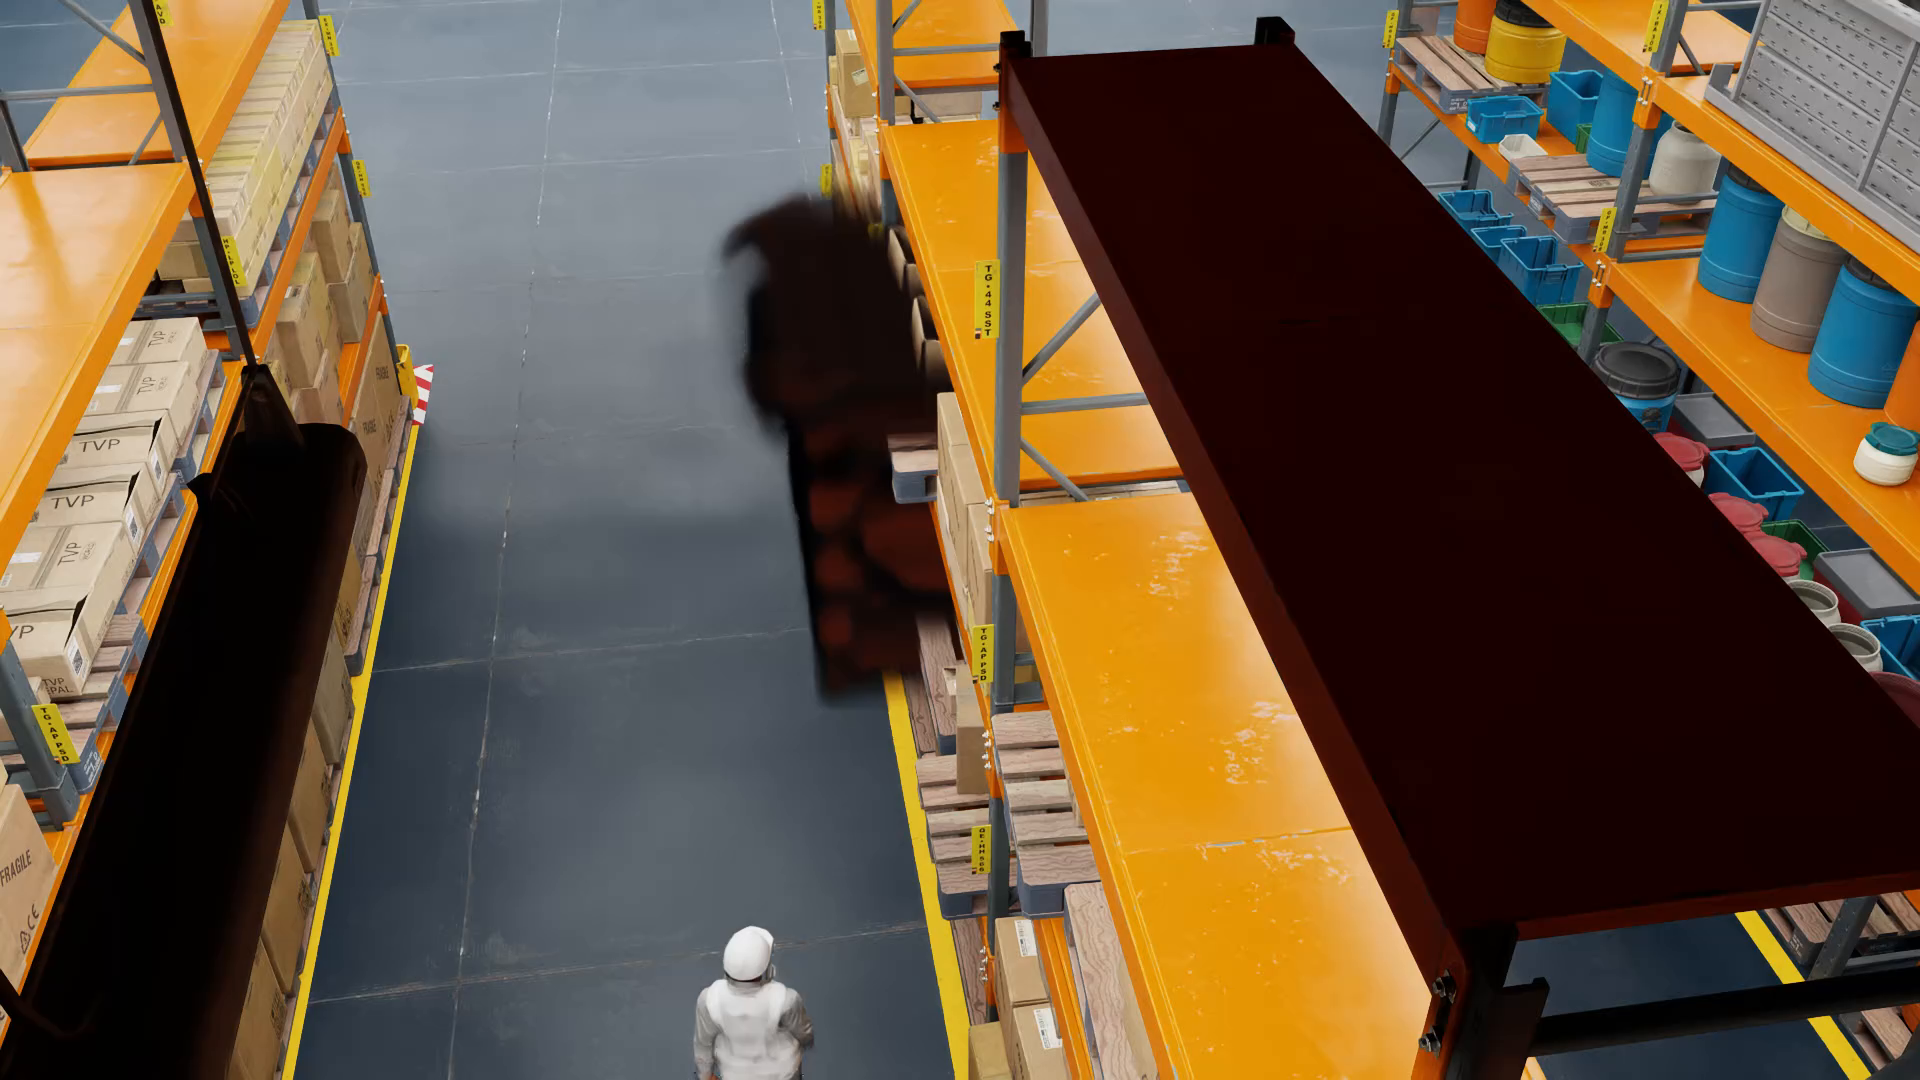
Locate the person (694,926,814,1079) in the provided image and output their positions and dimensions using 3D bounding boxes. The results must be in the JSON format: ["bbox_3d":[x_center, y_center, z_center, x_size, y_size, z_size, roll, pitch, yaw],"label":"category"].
[{"bbox_3d":[-1.031,2.584,8.436,0.588,1.697,1.016,-2,36,-3],"label":"person"}]
